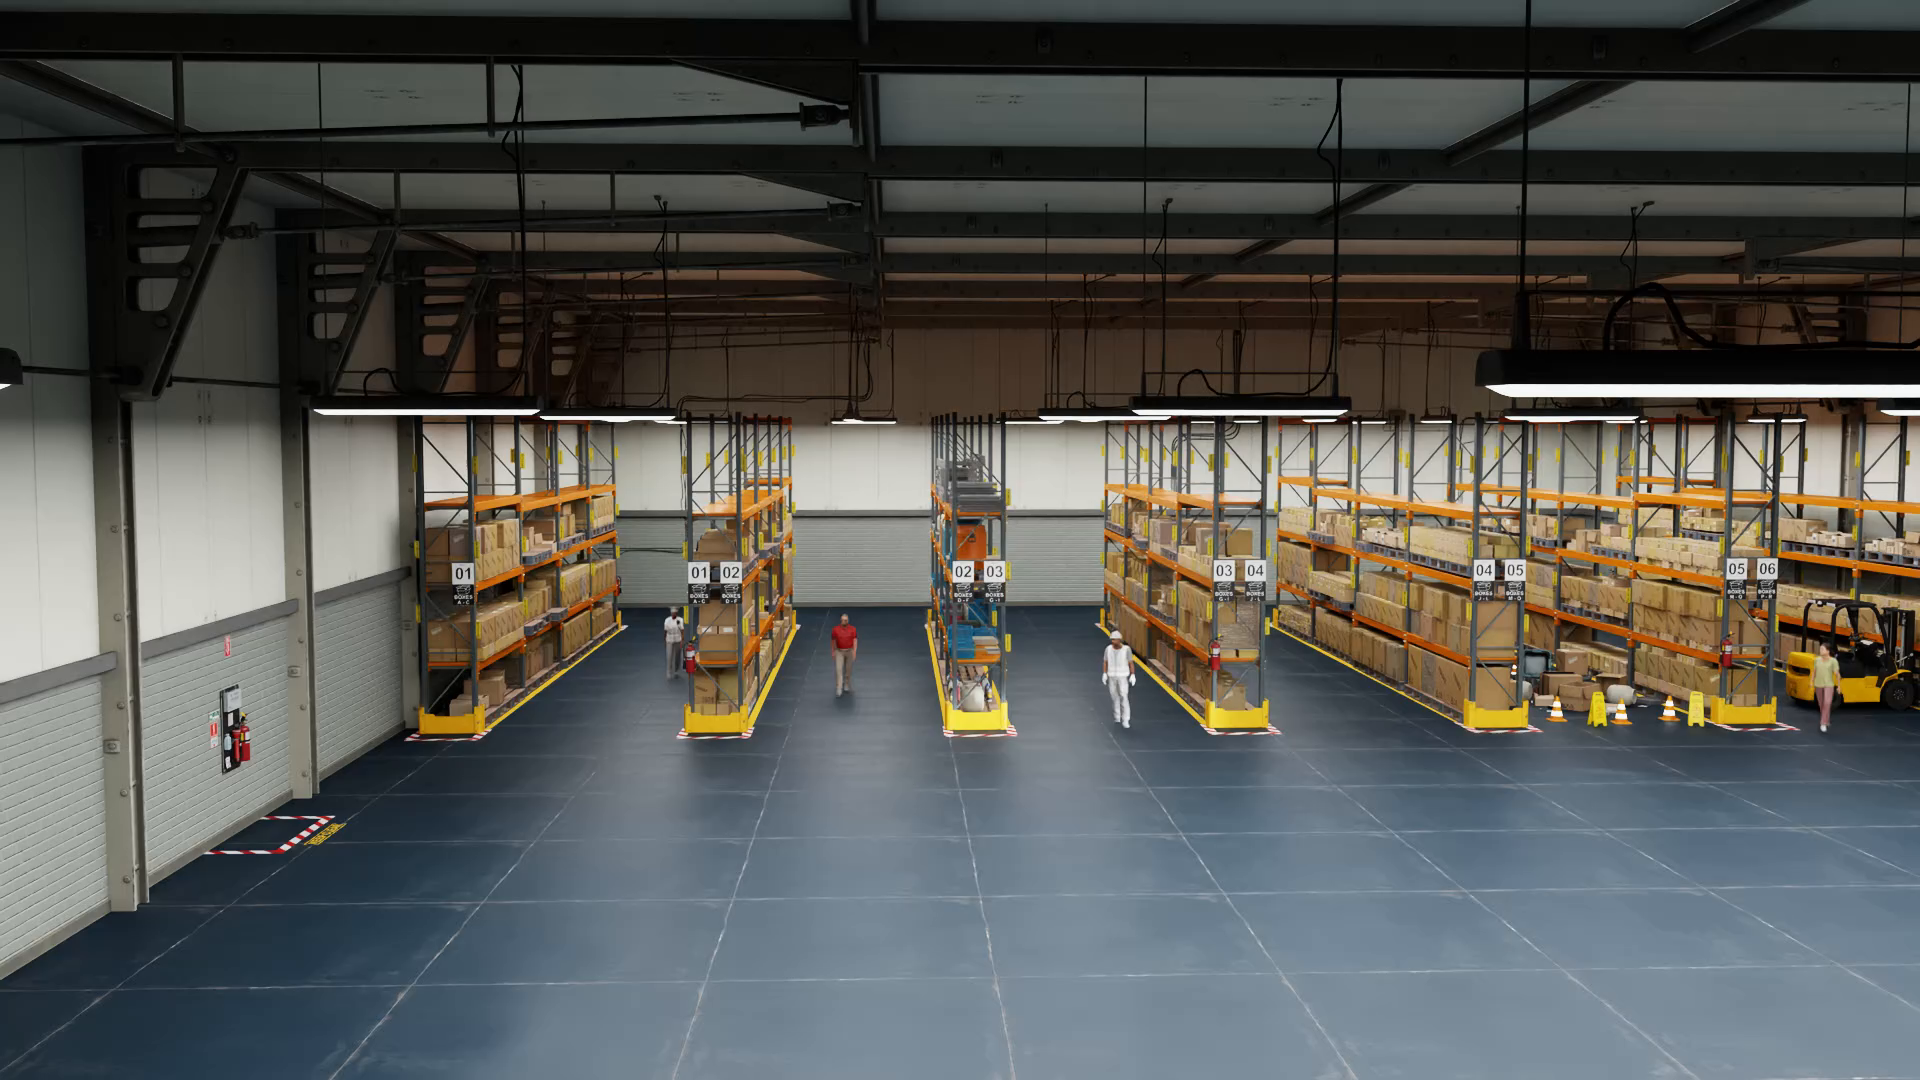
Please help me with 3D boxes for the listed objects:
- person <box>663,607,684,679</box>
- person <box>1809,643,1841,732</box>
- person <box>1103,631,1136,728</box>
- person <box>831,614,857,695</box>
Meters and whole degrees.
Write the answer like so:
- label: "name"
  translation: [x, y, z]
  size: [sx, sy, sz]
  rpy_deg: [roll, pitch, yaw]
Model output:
- label: "person"
  translation: [-6.494, 2.317, 37.774]
  size: [0.469, 1.623, 0.977]
  rpy_deg: [-1, 4, -15]
- label: "person"
  translation: [16.259, 2.751, 31.293]
  size: [0.512, 1.616, 0.960]
  rpy_deg: [4, 5, 44]
- label: "person"
  translation: [3.026, 2.656, 31.991]
  size: [0.644, 1.788, 0.641]
  rpy_deg: [2, 4, 25]
- label: "person"
  translation: [-2.468, 2.434, 35.635]
  size: [0.547, 1.677, 0.984]
  rpy_deg: [-1, 4, -14]
